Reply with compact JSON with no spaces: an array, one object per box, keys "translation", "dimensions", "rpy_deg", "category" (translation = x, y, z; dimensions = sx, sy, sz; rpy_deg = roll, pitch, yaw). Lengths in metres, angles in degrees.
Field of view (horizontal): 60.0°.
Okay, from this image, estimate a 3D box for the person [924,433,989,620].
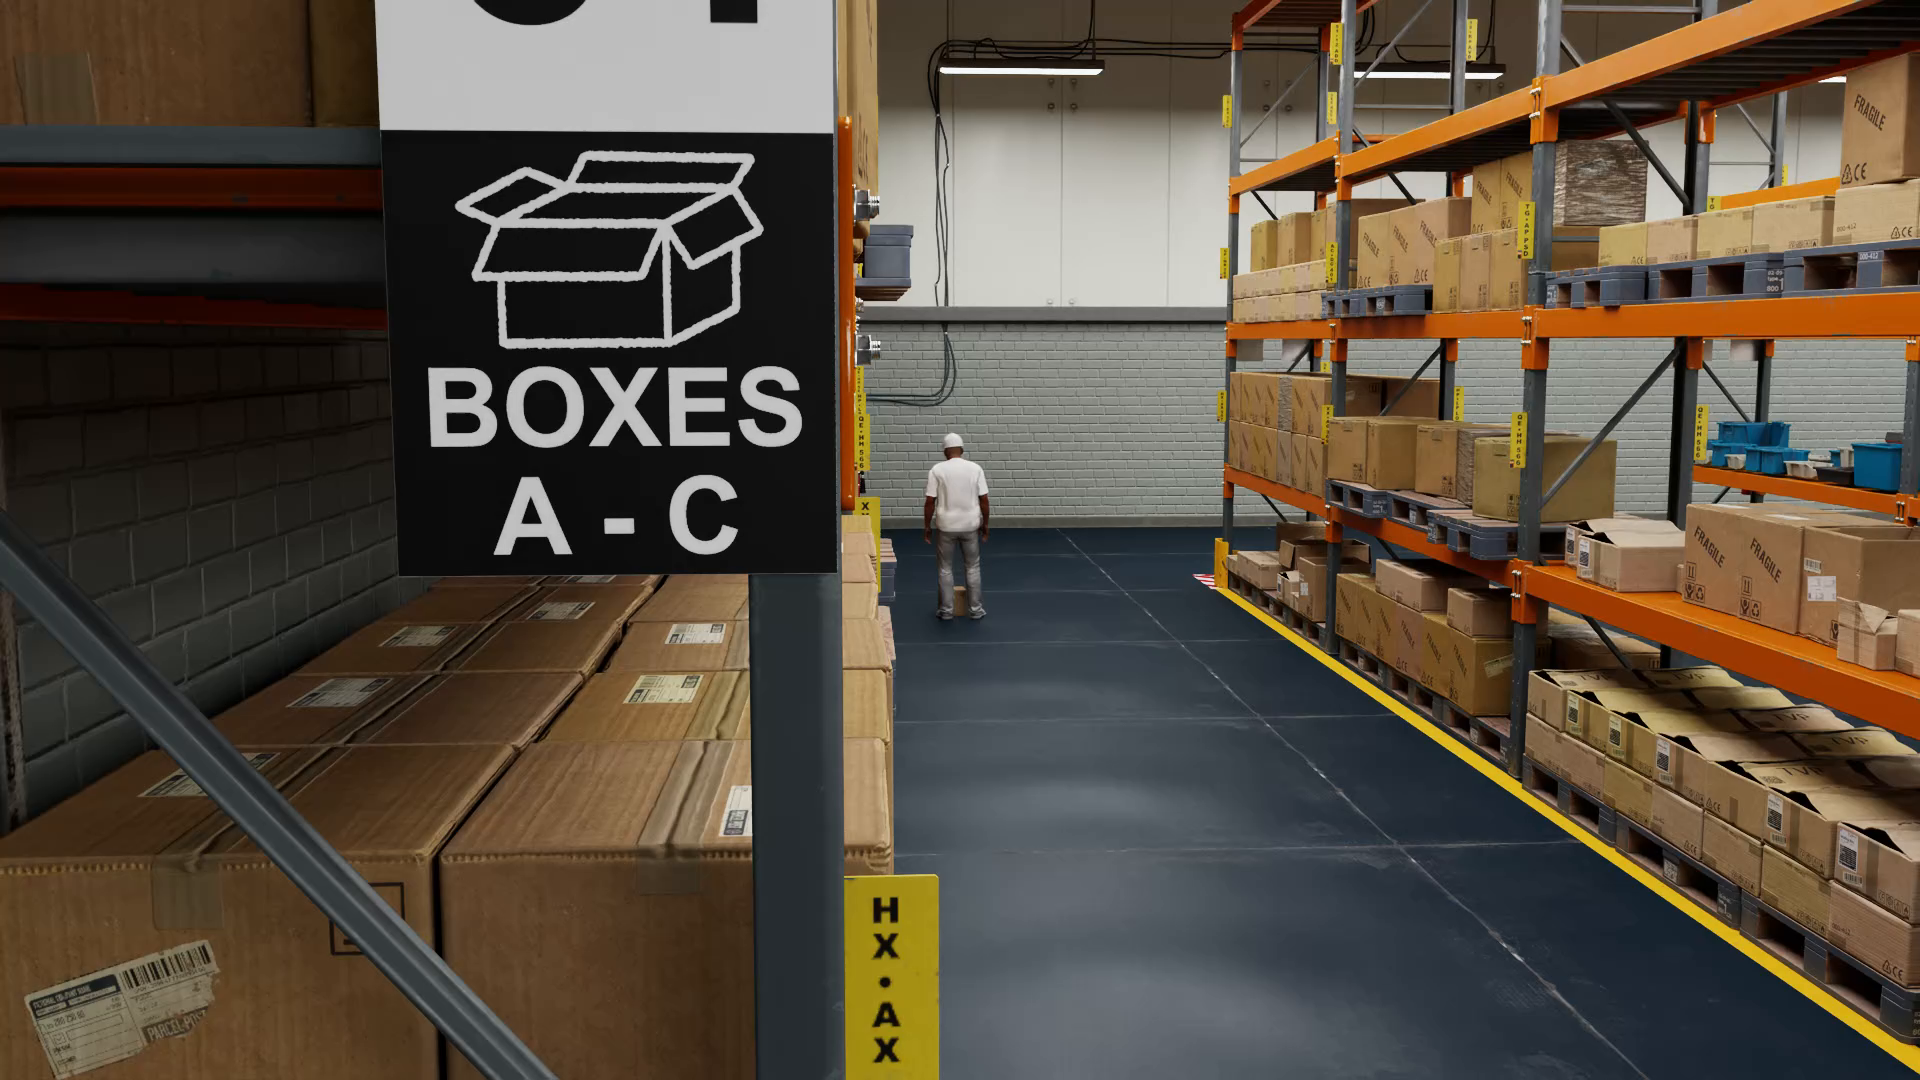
[{"translation":[-0.034,-0.130,15.758],"dimensions":[0.632,1.759,0.462],"rpy_deg":[-1,7,-9],"category":"person"}]
